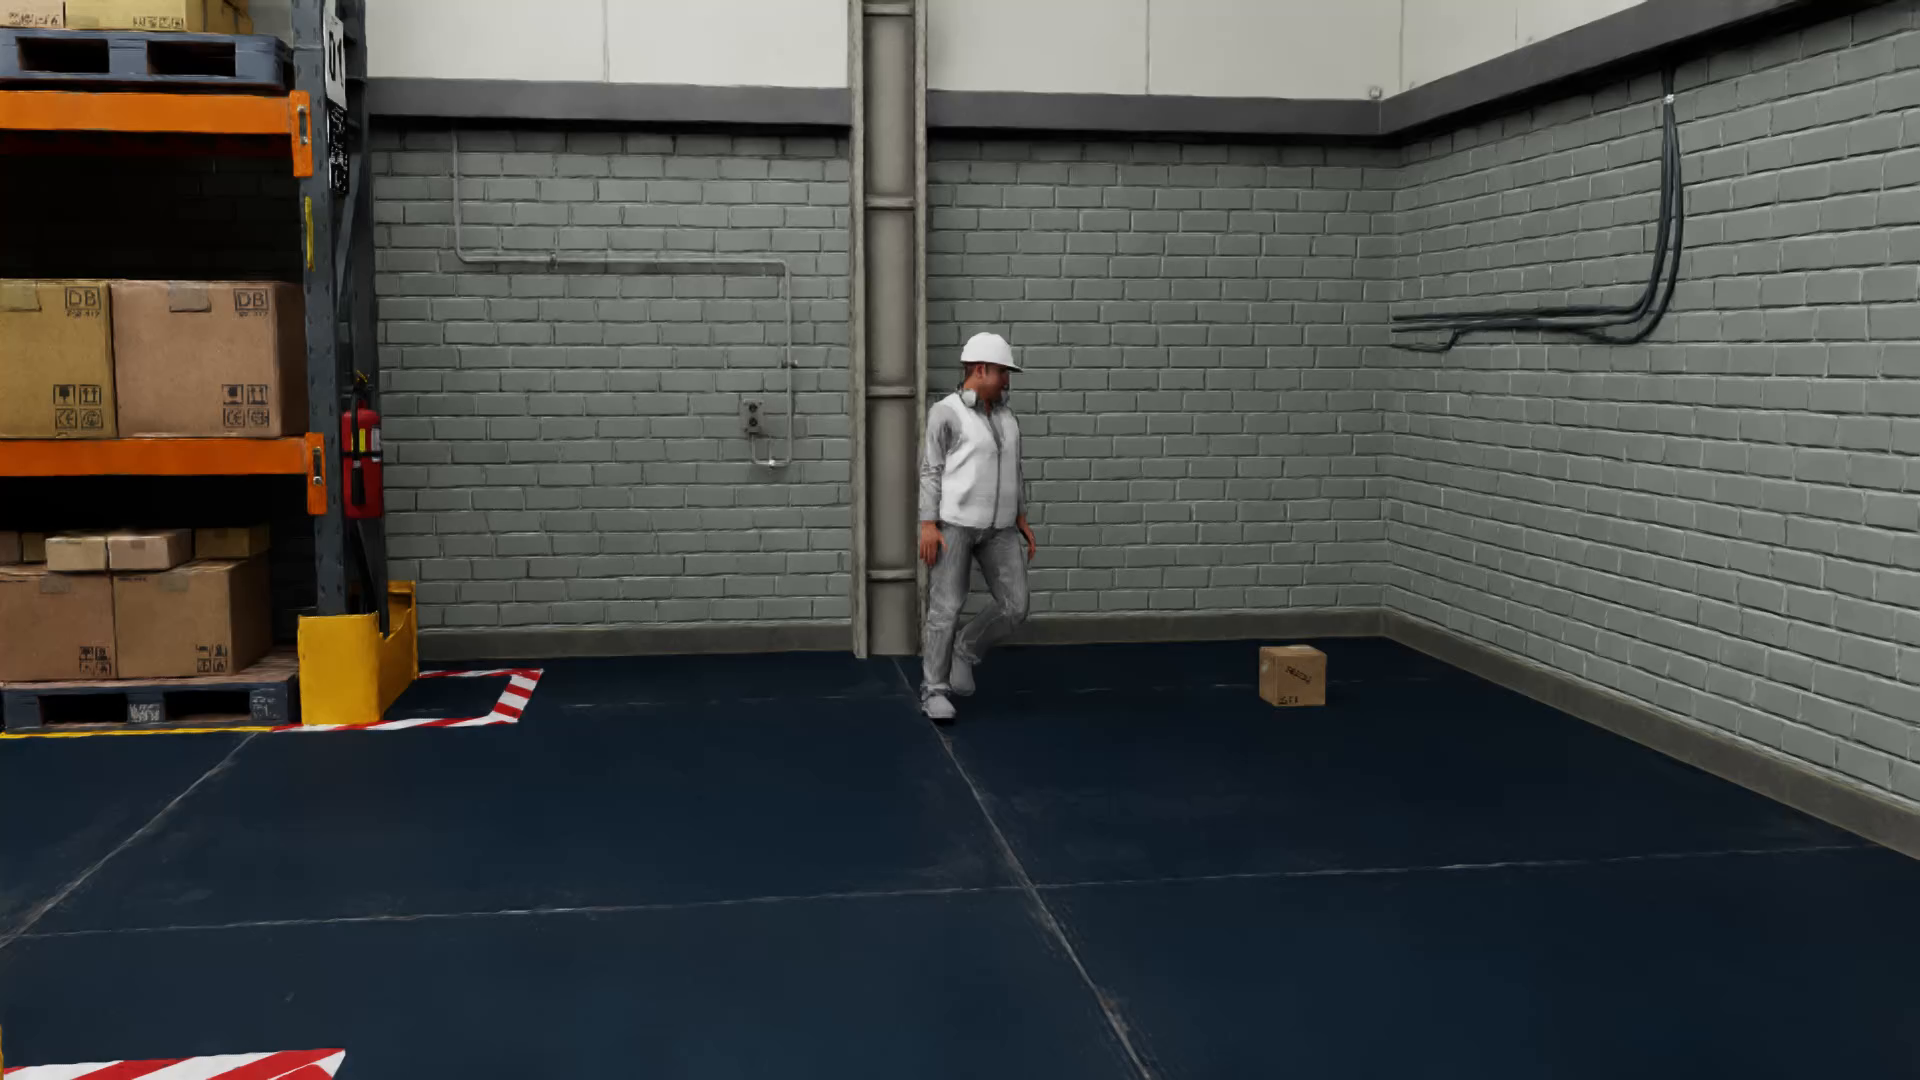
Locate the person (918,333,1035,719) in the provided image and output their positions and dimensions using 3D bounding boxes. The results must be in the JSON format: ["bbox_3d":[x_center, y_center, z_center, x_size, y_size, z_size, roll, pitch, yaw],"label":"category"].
[{"bbox_3d":[0.035,-0.076,7.733,0.605,1.755,0.486,-5,8,-35],"label":"person"}]
